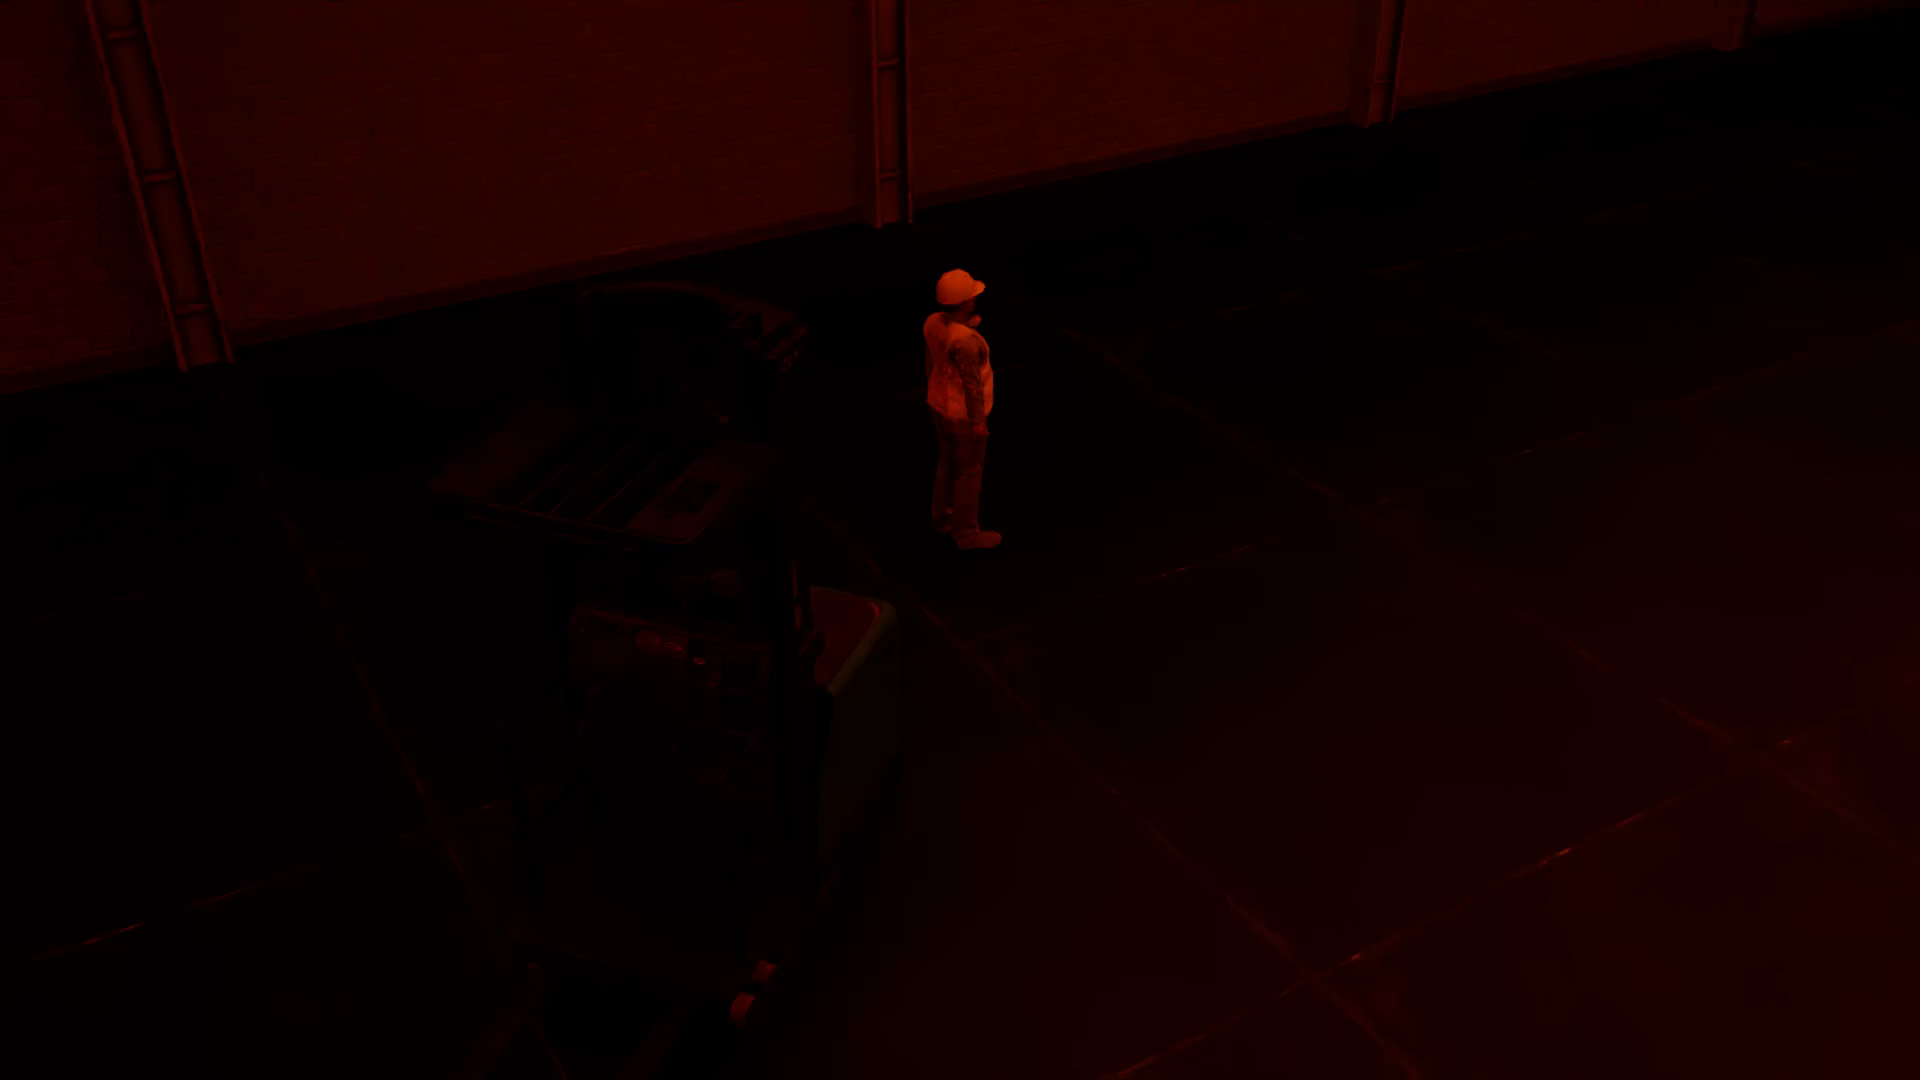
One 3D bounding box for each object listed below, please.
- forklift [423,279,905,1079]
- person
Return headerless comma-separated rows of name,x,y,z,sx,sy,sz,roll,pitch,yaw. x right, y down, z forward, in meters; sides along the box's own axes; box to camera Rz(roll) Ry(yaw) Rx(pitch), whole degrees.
forklift,-1.273,0.578,6.681,1.130,2.935,3.031,11,33,18
person,0.005,-0.798,10.029,0.356,1.776,0.529,-17,35,-26
